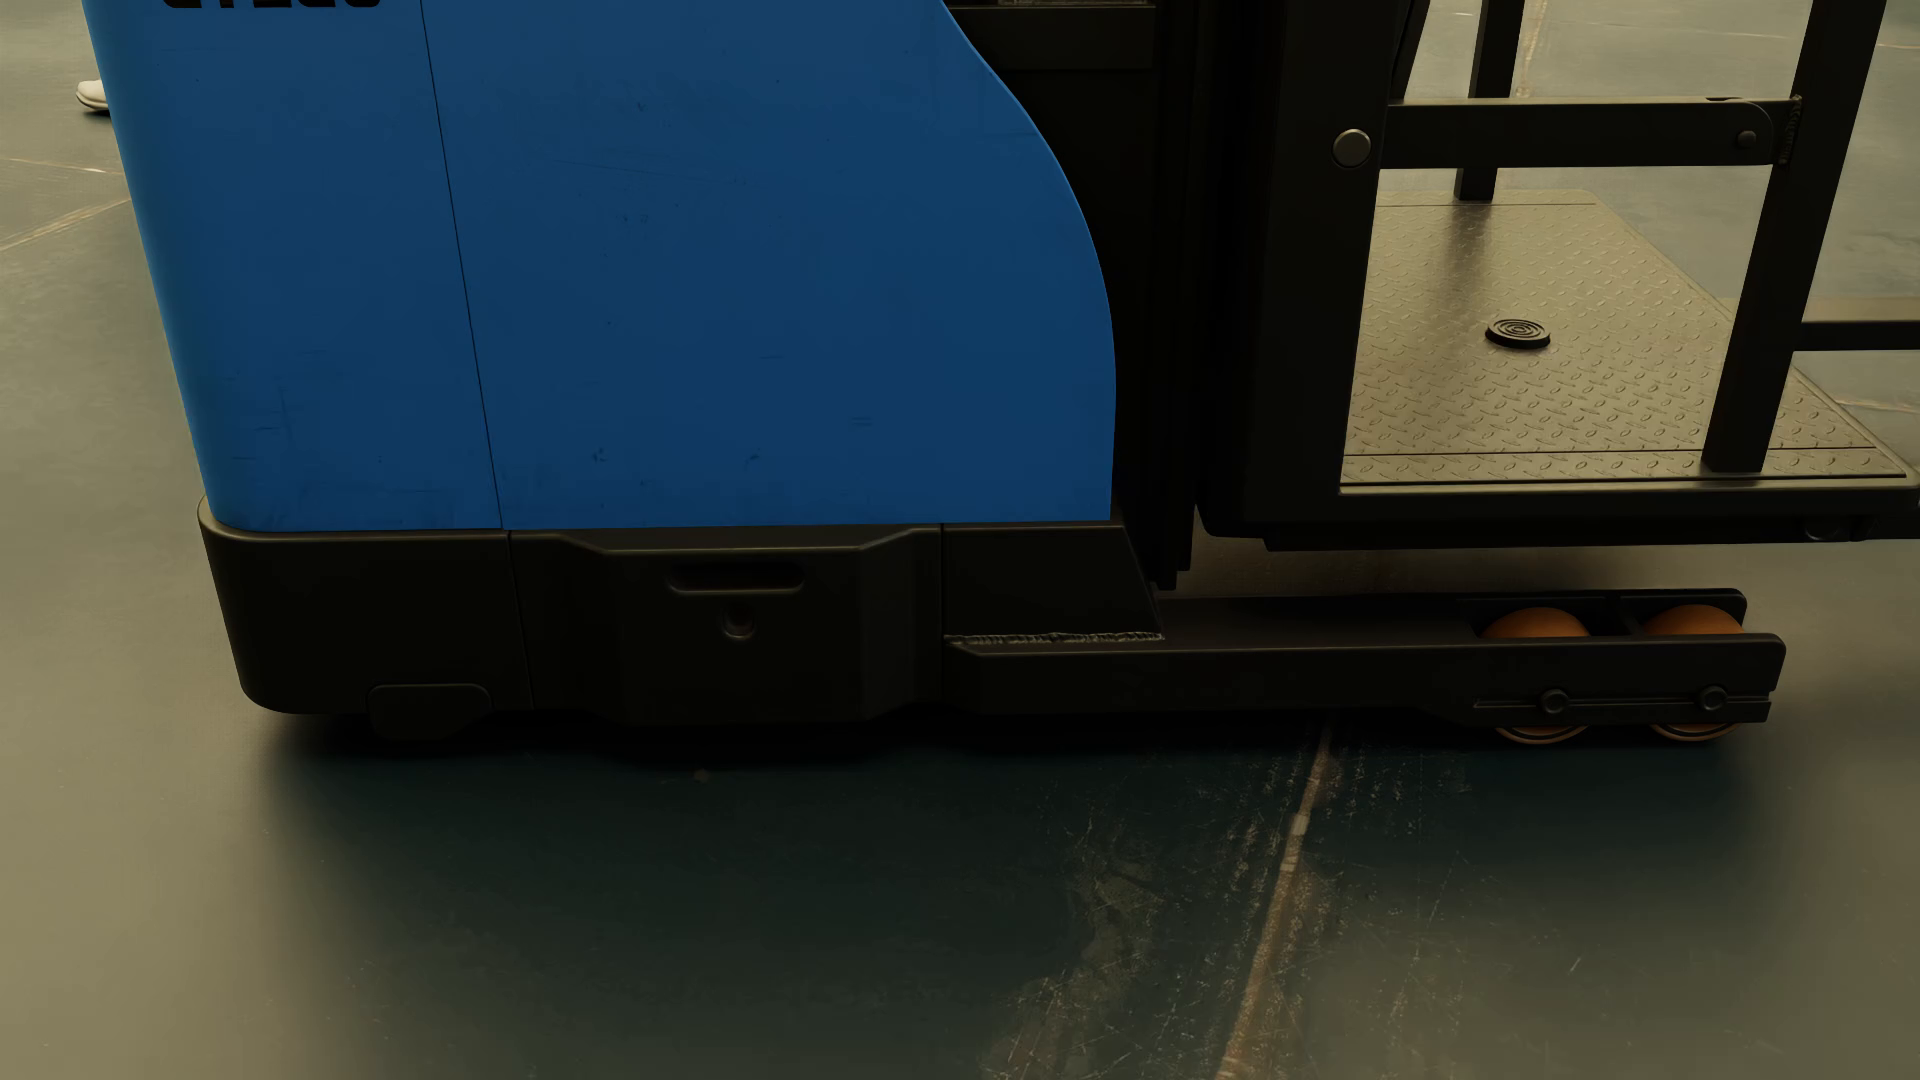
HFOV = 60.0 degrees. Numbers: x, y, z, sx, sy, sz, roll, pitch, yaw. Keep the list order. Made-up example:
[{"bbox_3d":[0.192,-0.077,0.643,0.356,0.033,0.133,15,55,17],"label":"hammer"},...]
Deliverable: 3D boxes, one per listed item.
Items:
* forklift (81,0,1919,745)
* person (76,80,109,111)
[{"bbox_3d":[0.608,-1.285,1.795,3.031,2.935,1.130,-1,30,-2],"label":"forklift"},{"bbox_3d":[-2.251,-1.978,4.167,0.577,1.782,0.656,12,32,19],"label":"person"}]
